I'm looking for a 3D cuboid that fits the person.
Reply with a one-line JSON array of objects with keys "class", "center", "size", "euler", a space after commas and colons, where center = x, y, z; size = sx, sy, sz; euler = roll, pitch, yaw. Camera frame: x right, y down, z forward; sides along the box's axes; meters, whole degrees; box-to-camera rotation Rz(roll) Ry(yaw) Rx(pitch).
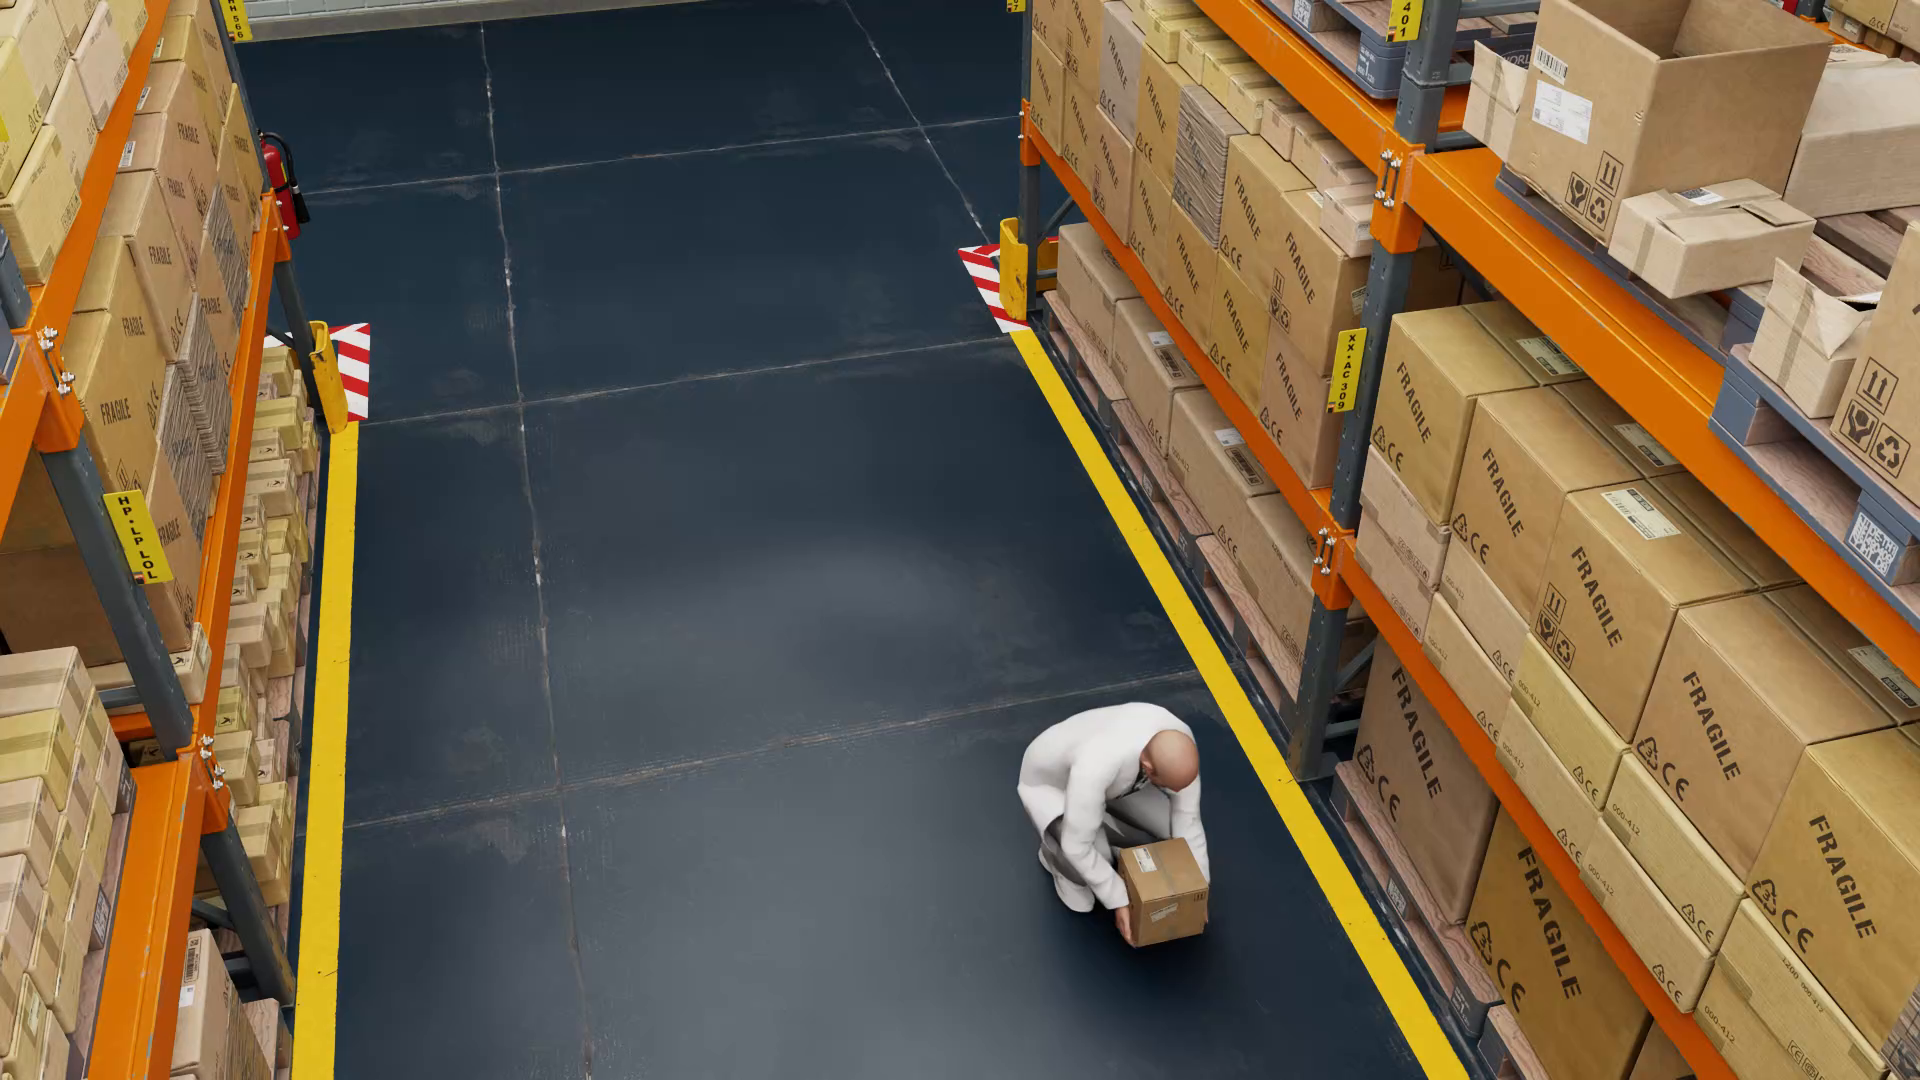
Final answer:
[{"class": "person", "center": [0.577, 0.964, 6.130], "size": [0.596, 0.990, 0.907], "euler": [-19, 42, -23]}]
